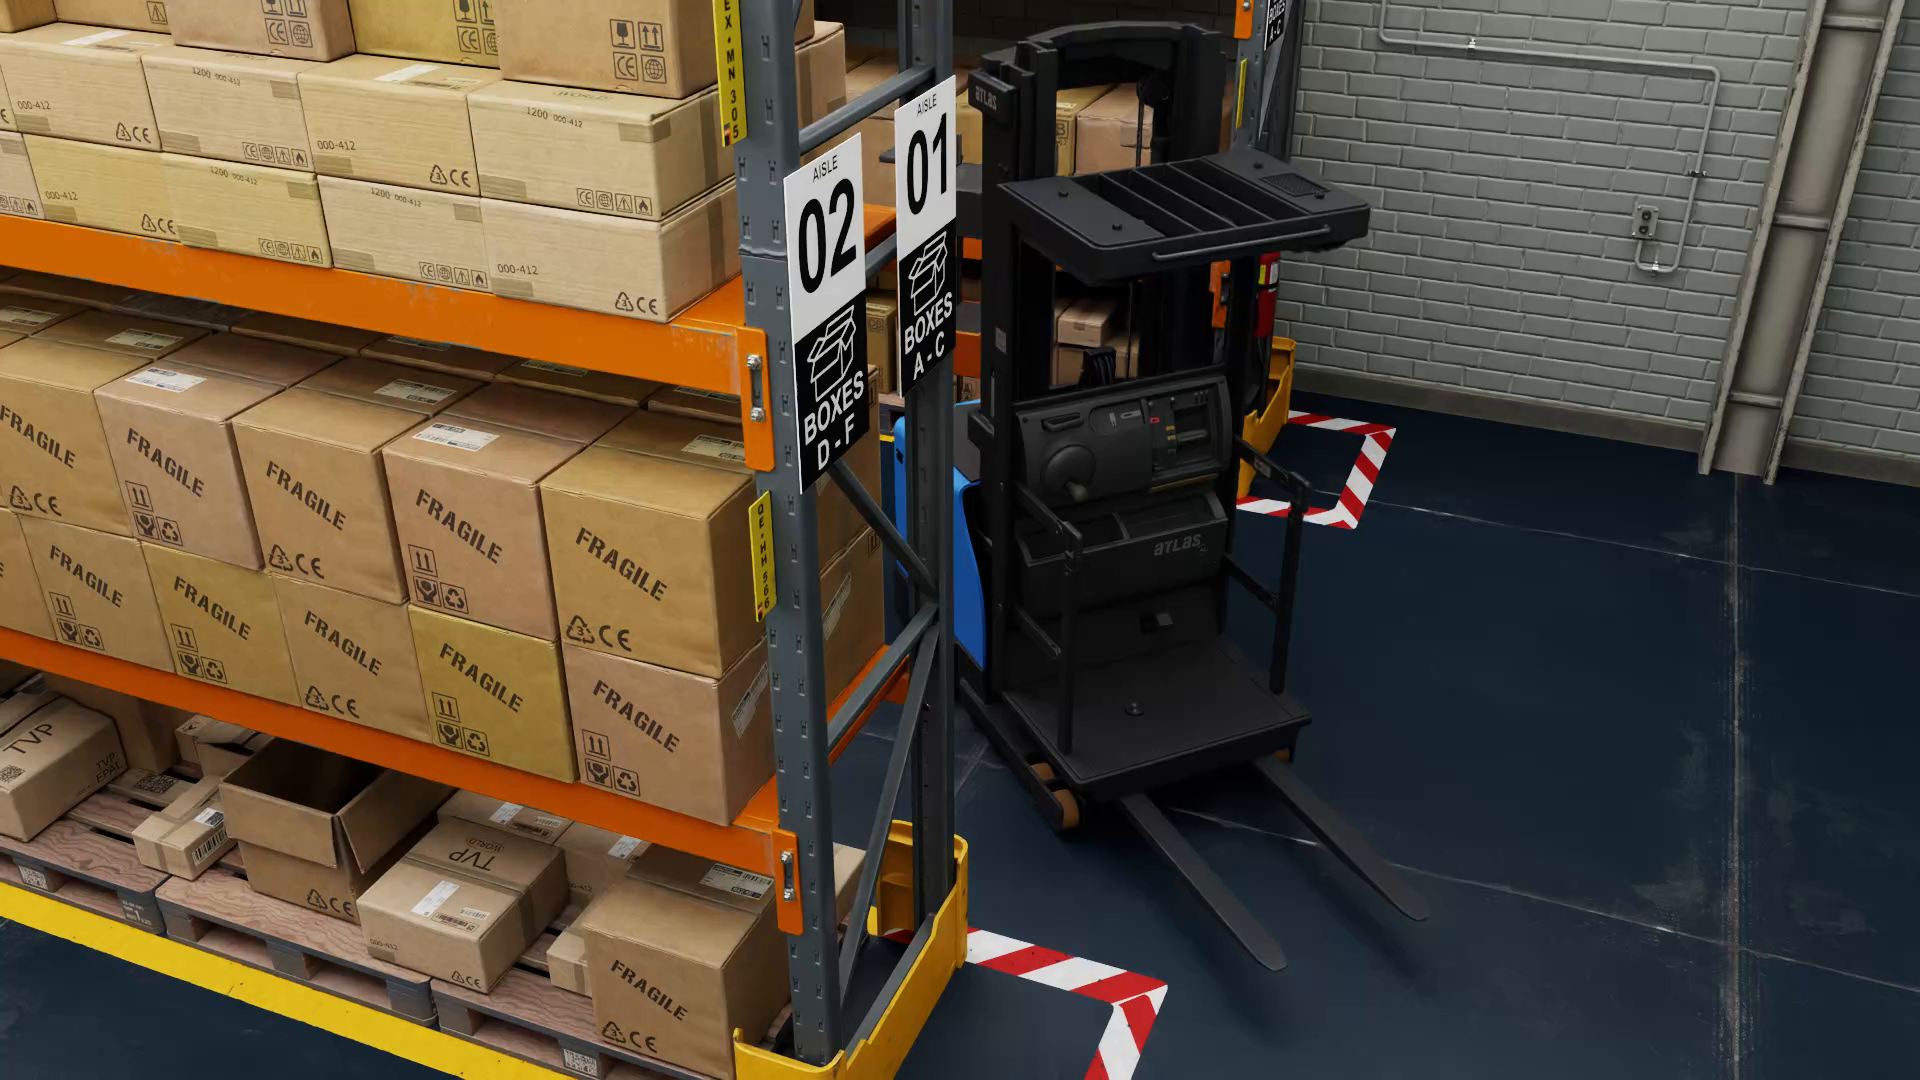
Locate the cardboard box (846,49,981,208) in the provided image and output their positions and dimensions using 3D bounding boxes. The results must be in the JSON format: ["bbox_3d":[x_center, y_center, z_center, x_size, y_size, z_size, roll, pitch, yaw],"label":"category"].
[{"bbox_3d":[-0.260,-2.319,9.500,0.700,0.700,0.980,10,31,17],"label":"cardboard box"}]

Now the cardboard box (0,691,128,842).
[{"bbox_3d":[-3.660,0.850,6.482,0.500,0.311,0.500,11,31,19],"label":"cardboard box"}]

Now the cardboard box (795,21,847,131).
[{"bbox_3d":[-0.640,-1.237,4.486,0.500,0.250,0.500,11,31,19],"label":"cardboard box"}]

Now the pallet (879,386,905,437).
[{"bbox_3d":[-0.299,-0.949,10.214,1.213,0.211,1.003,11,31,19],"label":"pallet"}]

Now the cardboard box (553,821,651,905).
[{"bbox_3d":[-1.122,1.118,6.071,0.500,0.250,0.500,11,31,19],"label":"cardboard box"}]

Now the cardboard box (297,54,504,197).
[{"bbox_3d":[-1.297,-1.094,4.233,0.500,0.250,0.500,11,31,19],"label":"cardboard box"}]

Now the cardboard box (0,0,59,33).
[{"bbox_3d":[-2.627,-1.770,4.667,0.500,0.500,0.700,11,31,19],"label":"cardboard box"}]

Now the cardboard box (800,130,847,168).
[{"bbox_3d":[-0.642,-1.016,4.604,0.500,0.250,0.500,11,31,19],"label":"cardboard box"}]

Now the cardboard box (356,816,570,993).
[{"bbox_3d":[-1.727,1.263,5.814,0.500,0.250,0.500,11,31,19],"label":"cardboard box"}]

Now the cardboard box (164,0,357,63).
[{"bbox_3d":[-1.679,-1.612,4.387,0.500,0.500,0.700,11,31,19],"label":"cardboard box"}]

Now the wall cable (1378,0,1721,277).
[{"bbox_3d":[3.140,-2.461,9.023,1.851,1.984,0.084,11,31,19],"label":"wall cable"}]

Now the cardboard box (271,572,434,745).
[{"bbox_3d":[-1.721,0.244,5.169,0.500,0.500,0.500,12,31,20],"label":"cardboard box"}]

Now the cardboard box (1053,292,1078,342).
[{"bbox_3d":[0.487,-1.273,9.408,0.250,0.149,0.380,12,32,20],"label":"cardboard box"}]

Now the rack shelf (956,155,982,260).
[{"bbox_3d":[0.153,-1.481,7.841,0.480,0.518,0.431,11,31,19],"label":"rack shelf"}]

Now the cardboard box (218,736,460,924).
[{"bbox_3d":[-2.225,0.936,6.136,0.637,0.503,0.797,11,31,19],"label":"cardboard box"}]

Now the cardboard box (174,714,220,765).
[{"bbox_3d":[-2.963,0.763,6.802,0.250,0.149,0.380,11,31,19],"label":"cardboard box"}]

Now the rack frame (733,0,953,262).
[{"bbox_3d":[-0.261,-2.177,3.456,0.127,3.000,1.000,11,31,19],"label":"rack frame"}]

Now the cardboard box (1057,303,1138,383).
[{"bbox_3d":[0.911,-1.003,9.589,0.500,0.500,0.700,11,31,19],"label":"cardboard box"}]

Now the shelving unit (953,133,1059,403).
[{"bbox_3d":[0.153,-0.883,8.179,0.503,2.100,0.431,11,31,19],"label":"shelving unit"}]

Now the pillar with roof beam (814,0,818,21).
[{"bbox_3d":[-2.754,-3.478,5.758,0.400,9.000,9.100,11,31,19],"label":"pillar with roof beam"}]

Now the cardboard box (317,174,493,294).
[{"bbox_3d":[-1.296,-0.878,4.358,0.500,0.250,0.500,11,31,19],"label":"cardboard box"}]

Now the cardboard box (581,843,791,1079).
[{"bbox_3d":[-0.858,1.344,5.418,0.500,0.500,0.500,11,31,19],"label":"cardboard box"}]

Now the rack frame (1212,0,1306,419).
[{"bbox_3d":[1.598,-1.824,8.929,0.127,3.000,1.000,11,31,19],"label":"rack frame"}]

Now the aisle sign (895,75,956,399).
[{"bbox_3d":[-0.088,-0.818,4.507,0.004,0.787,0.394,11,31,19],"label":"aisle sign"}]

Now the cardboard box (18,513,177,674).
[{"bbox_3d":[-2.660,0.057,5.499,0.500,0.500,0.500,11,31,19],"label":"cardboard box"}]

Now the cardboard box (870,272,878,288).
[{"bbox_3d":[-0.547,-1.681,10.131,0.250,0.149,0.380,12,31,20],"label":"cardboard box"}]

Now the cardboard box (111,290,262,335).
[{"bbox_3d":[-2.459,-0.621,5.683,0.500,0.500,0.500,12,31,20],"label":"cardboard box"}]

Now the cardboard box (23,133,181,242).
[{"bbox_3d":[-2.221,-1.064,4.688,0.500,0.250,0.500,11,31,19],"label":"cardboard box"}]

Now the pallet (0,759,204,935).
[{"bbox_3d":[-3.332,1.037,6.702,1.213,0.211,1.003,11,31,19],"label":"pallet"}]

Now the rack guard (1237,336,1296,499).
[{"bbox_3d":[1.620,-0.732,9.536,0.348,0.500,1.175,11,31,19],"label":"rack guard"}]

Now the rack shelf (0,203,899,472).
[{"bbox_3d":[-2.115,-0.928,5.025,4.000,0.370,1.077,11,31,19],"label":"rack shelf"}]

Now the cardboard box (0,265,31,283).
[{"bbox_3d":[-3.402,-0.808,6.014,0.500,0.500,0.500,11,31,19],"label":"cardboard box"}]

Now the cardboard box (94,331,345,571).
[{"bbox_3d":[-2.204,-0.283,5.084,0.500,0.500,0.500,12,32,21],"label":"cardboard box"}]

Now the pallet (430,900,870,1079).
[{"bbox_3d":[-1.071,1.488,5.903,1.213,0.211,1.003,11,31,19],"label":"pallet"}]

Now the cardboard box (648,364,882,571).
[{"bbox_3d":[-0.574,-0.246,5.019,0.500,0.500,0.500,12,32,21],"label":"cardboard box"}]

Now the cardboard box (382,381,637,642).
[{"bbox_3d":[-1.246,-0.094,4.750,0.500,0.500,0.500,12,32,20],"label":"cardboard box"}]

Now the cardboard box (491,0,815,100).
[{"bbox_3d":[-0.744,-1.437,4.078,0.500,0.500,0.700,11,31,19],"label":"cardboard box"}]

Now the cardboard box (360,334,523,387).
[{"bbox_3d":[-1.523,-0.434,5.352,0.500,0.500,0.500,12,32,20],"label":"cardboard box"}]

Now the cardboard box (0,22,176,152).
[{"bbox_3d":[-2.224,-1.278,4.558,0.500,0.250,0.500,11,31,19],"label":"cardboard box"}]

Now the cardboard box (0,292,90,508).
[{"bbox_3d":[-3.159,-0.473,5.421,0.500,0.500,0.500,10,31,18],"label":"cardboard box"}]

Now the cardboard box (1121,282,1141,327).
[{"bbox_3d":[1.102,-1.353,9.550,0.250,0.149,0.380,12,31,19],"label":"cardboard box"}]

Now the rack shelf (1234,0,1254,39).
[{"bbox_3d":[-0.256,-3.187,9.023,4.000,0.370,1.077,11,31,19],"label":"rack shelf"}]

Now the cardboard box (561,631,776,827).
[{"bbox_3d":[-0.779,0.433,4.834,0.500,0.500,0.500,12,32,21],"label":"cardboard box"}]

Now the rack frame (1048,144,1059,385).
[{"bbox_3d":[0.379,-0.838,8.099,0.015,2.100,0.400,11,31,19],"label":"rack frame"}]

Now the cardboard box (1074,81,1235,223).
[{"bbox_3d":[1.121,-2.045,9.014,0.700,0.700,0.980,13,32,21],"label":"cardboard box"}]

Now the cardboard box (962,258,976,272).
[{"bbox_3d":[-0.073,-1.587,9.964,0.250,0.149,0.380,12,31,20],"label":"cardboard box"}]

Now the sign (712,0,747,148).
[{"bbox_3d":[-0.489,-1.007,3.535,0.005,0.325,0.100,11,31,19],"label":"sign"}]

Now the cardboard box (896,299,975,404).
[{"bbox_3d":[-0.019,-1.188,9.917,0.500,0.500,0.700,10,31,17],"label":"cardboard box"}]

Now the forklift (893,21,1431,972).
[{"bbox_3d":[0.751,-0.352,6.394,1.130,2.935,3.031,-13,32,-21],"label":"forklift"}]
